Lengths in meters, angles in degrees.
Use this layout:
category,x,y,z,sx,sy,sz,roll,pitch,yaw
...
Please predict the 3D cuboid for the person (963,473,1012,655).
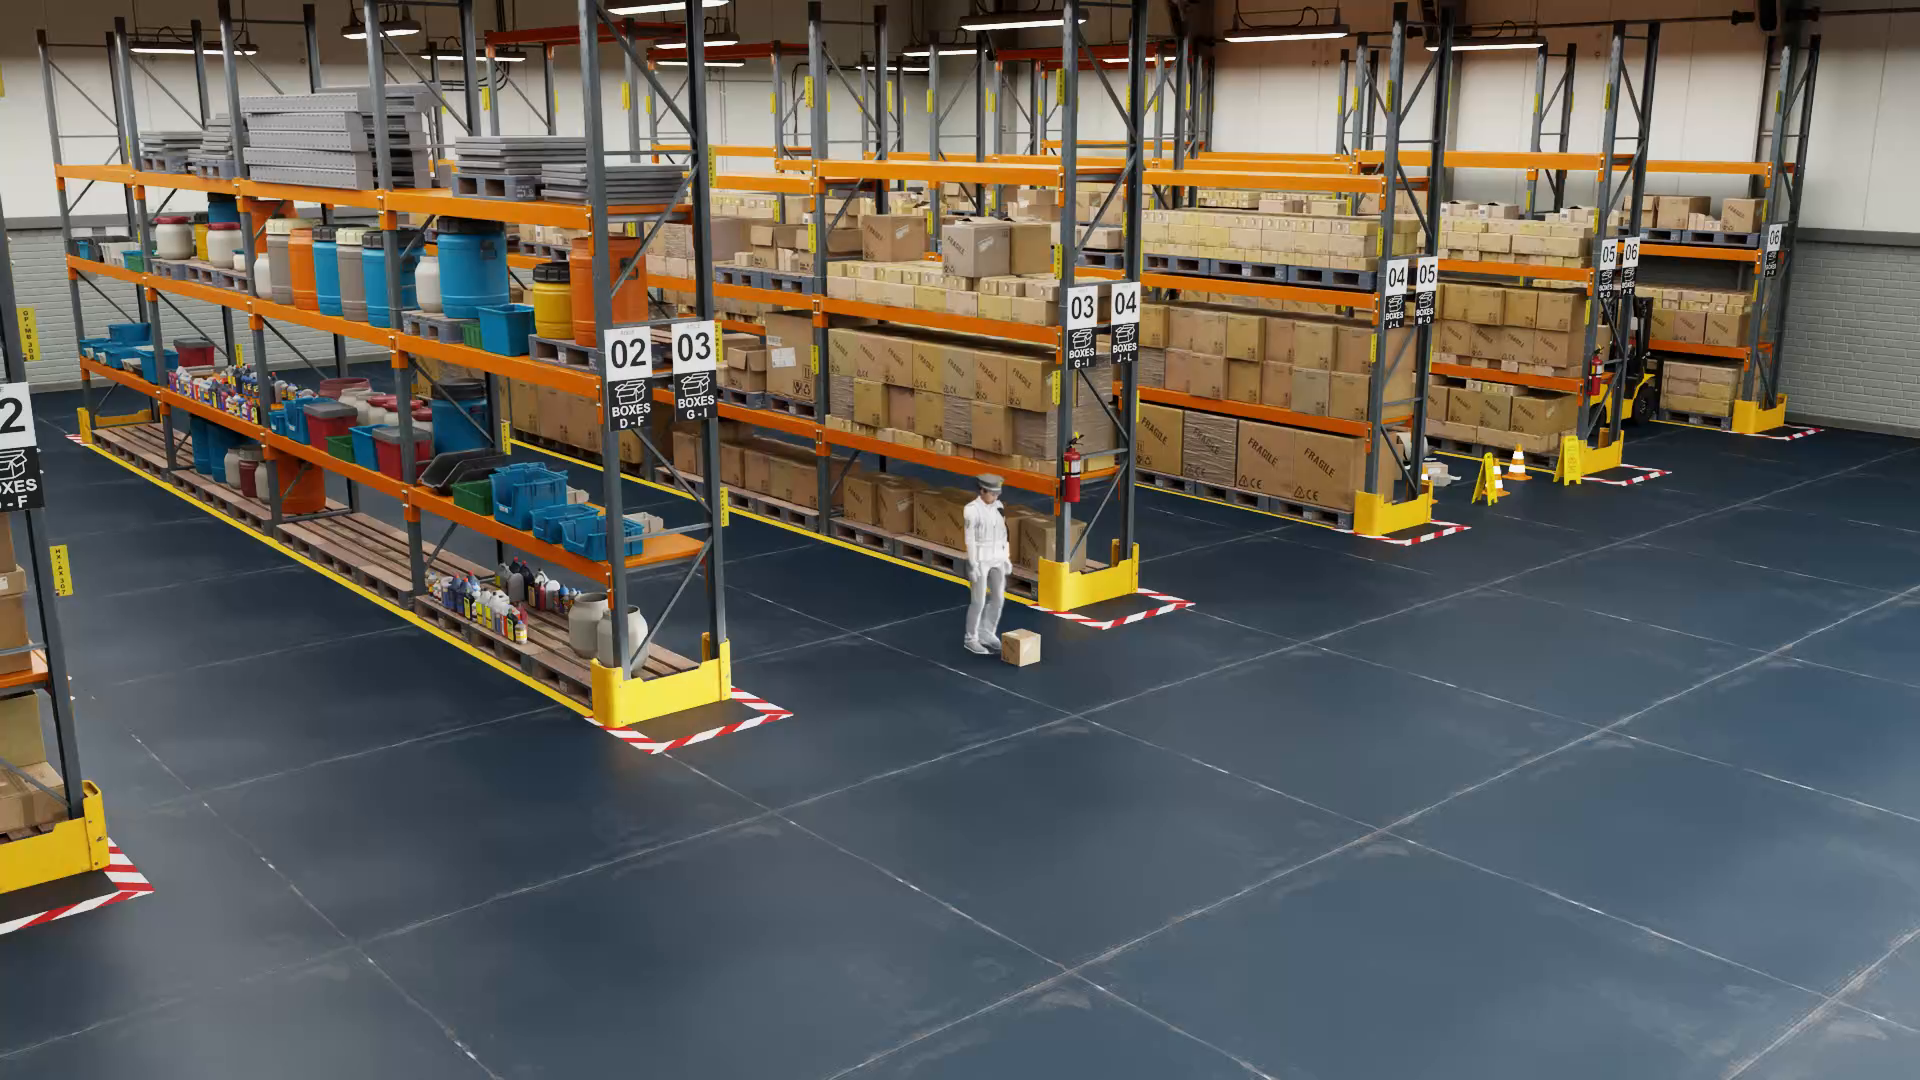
category,x,y,z,sx,sy,sz,roll,pitch,yaw
person,0.250,0.205,15.228,0.476,1.661,0.338,-12,18,-38
